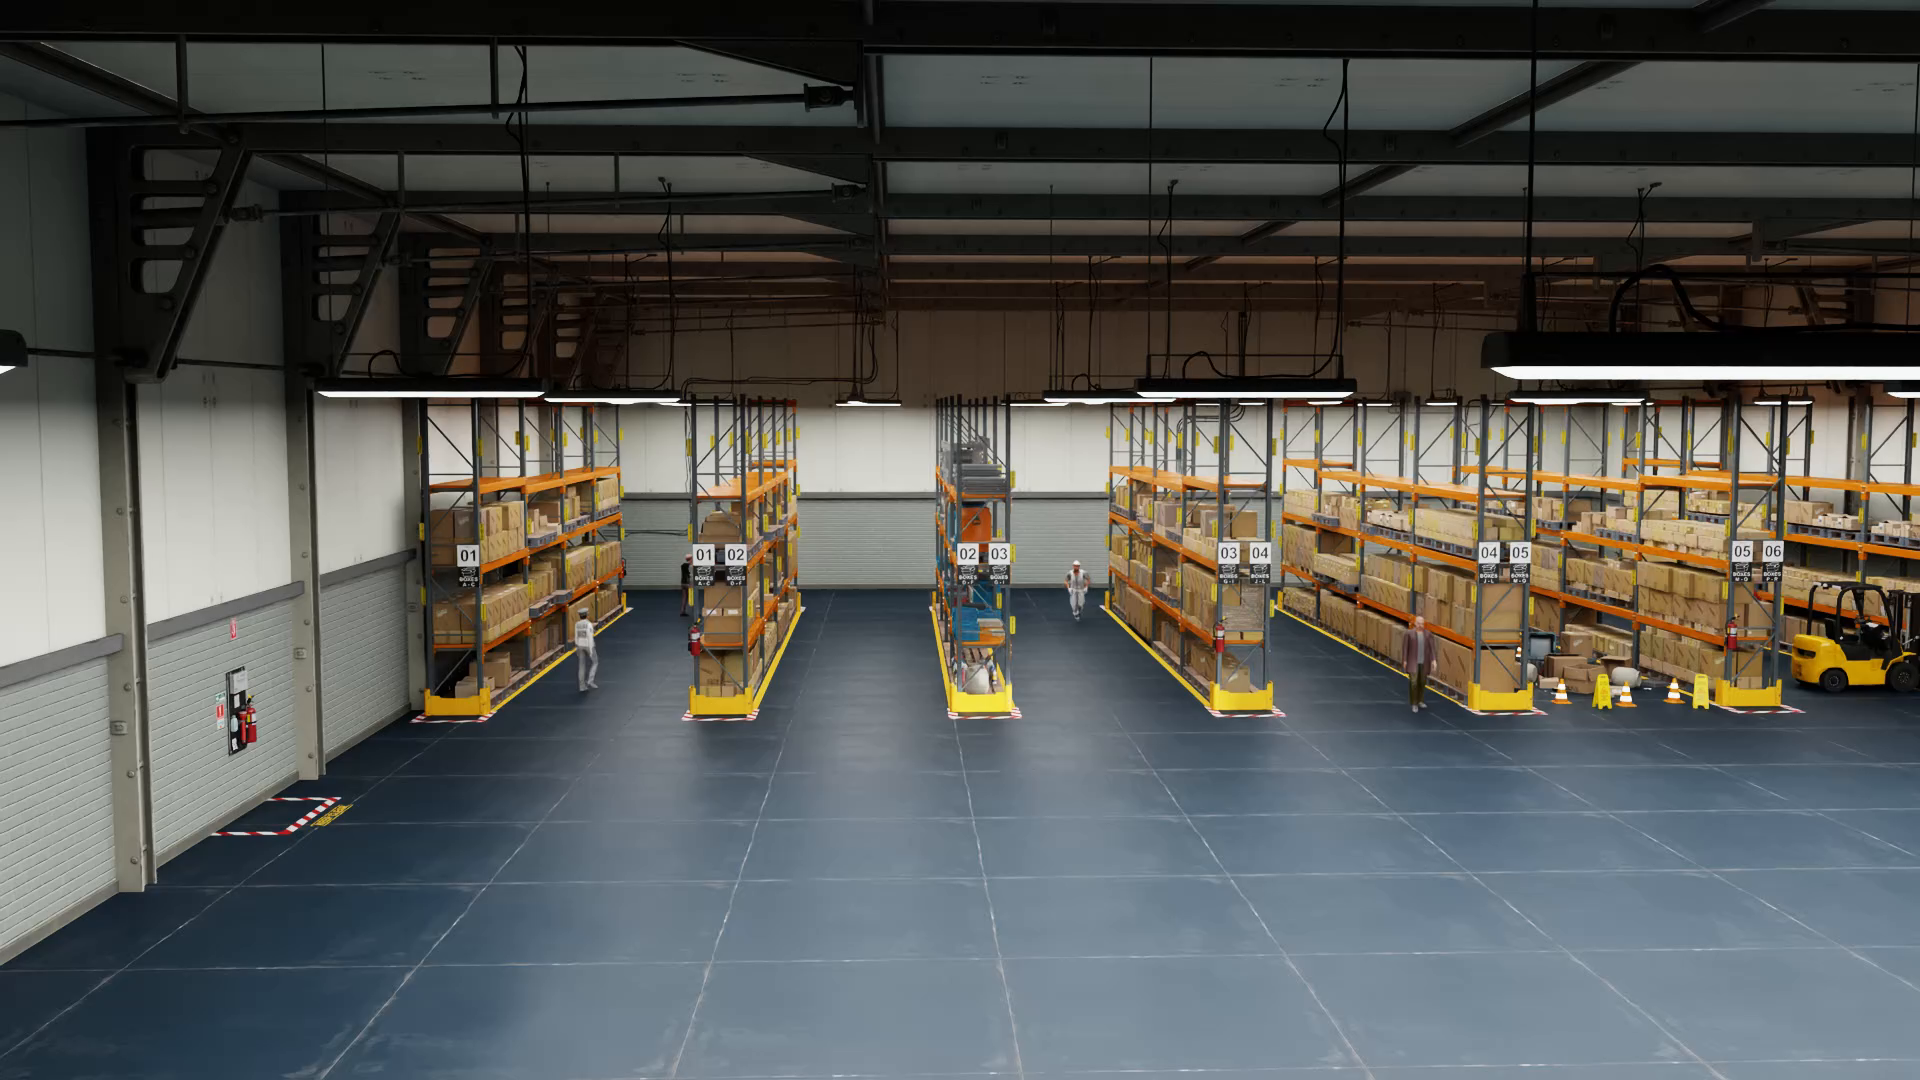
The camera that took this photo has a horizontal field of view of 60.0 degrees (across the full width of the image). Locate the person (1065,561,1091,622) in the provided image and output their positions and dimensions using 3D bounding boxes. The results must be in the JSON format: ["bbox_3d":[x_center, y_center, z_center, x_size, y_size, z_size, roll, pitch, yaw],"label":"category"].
[{"bbox_3d":[3.148,1.383,44.542,0.692,1.686,0.638,0,5,6],"label":"person"}]

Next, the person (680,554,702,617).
[{"bbox_3d":[-7.444,1.262,45.838,0.573,1.737,0.647,4,6,43],"label":"person"}]

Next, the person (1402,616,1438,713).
[{"bbox_3d":[8.751,2.363,31.660,0.616,1.831,0.627,0,4,1],"label":"person"}]

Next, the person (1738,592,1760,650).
[{"bbox_3d":[18.450,1.843,38.818,0.538,1.785,0.599,-1,5,-15],"label":"person"}]

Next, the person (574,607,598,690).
[{"bbox_3d":[-7.649,2.214,33.865,0.496,1.678,0.494,1,5,10],"label":"person"}]
